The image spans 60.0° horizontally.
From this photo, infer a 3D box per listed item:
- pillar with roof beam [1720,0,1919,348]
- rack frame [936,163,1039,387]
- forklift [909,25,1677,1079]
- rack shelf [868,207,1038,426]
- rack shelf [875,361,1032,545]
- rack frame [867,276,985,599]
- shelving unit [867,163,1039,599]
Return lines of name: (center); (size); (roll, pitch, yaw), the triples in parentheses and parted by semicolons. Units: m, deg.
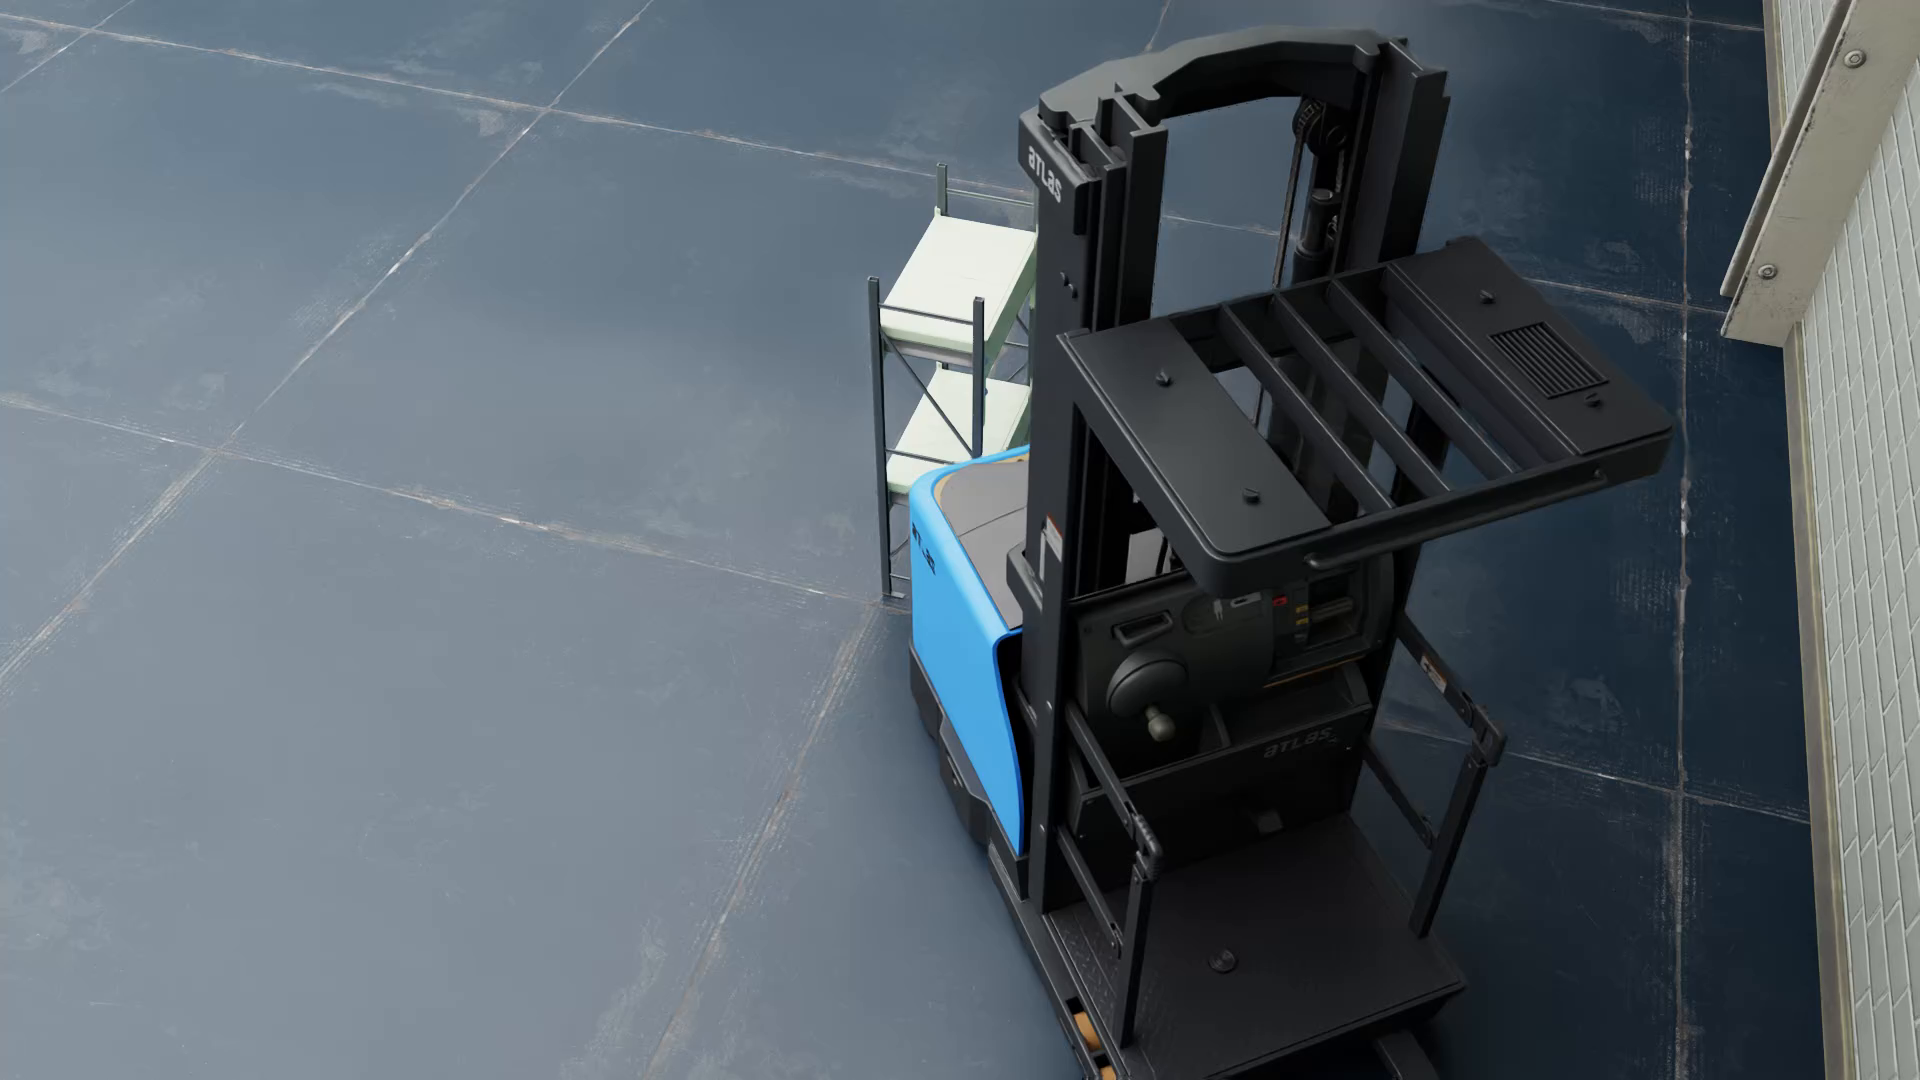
pillar with roof beam: (-0.365, -5.172, 5.601); (9.100, 9.000, 0.400); (13, 46, 13)
rack frame: (0.109, -0.776, 6.470); (0.400, 1.500, 0.023); (13, 46, 12)
forklift: (0.826, 0.345, 4.302); (1.130, 2.935, 3.031); (-15, 46, -15)
rack shelf: (-0.002, -0.811, 5.948); (0.431, 0.370, 0.720); (13, 46, 12)
rack shelf: (-0.002, -0.299, 6.449); (0.431, 0.370, 0.720); (13, 46, 12)
rack frame: (-0.113, -0.288, 5.972); (0.400, 1.500, 0.023); (13, 46, 12)
shelving unit: (-0.002, -0.532, 6.221); (0.431, 1.500, 0.755); (13, 46, 12)
